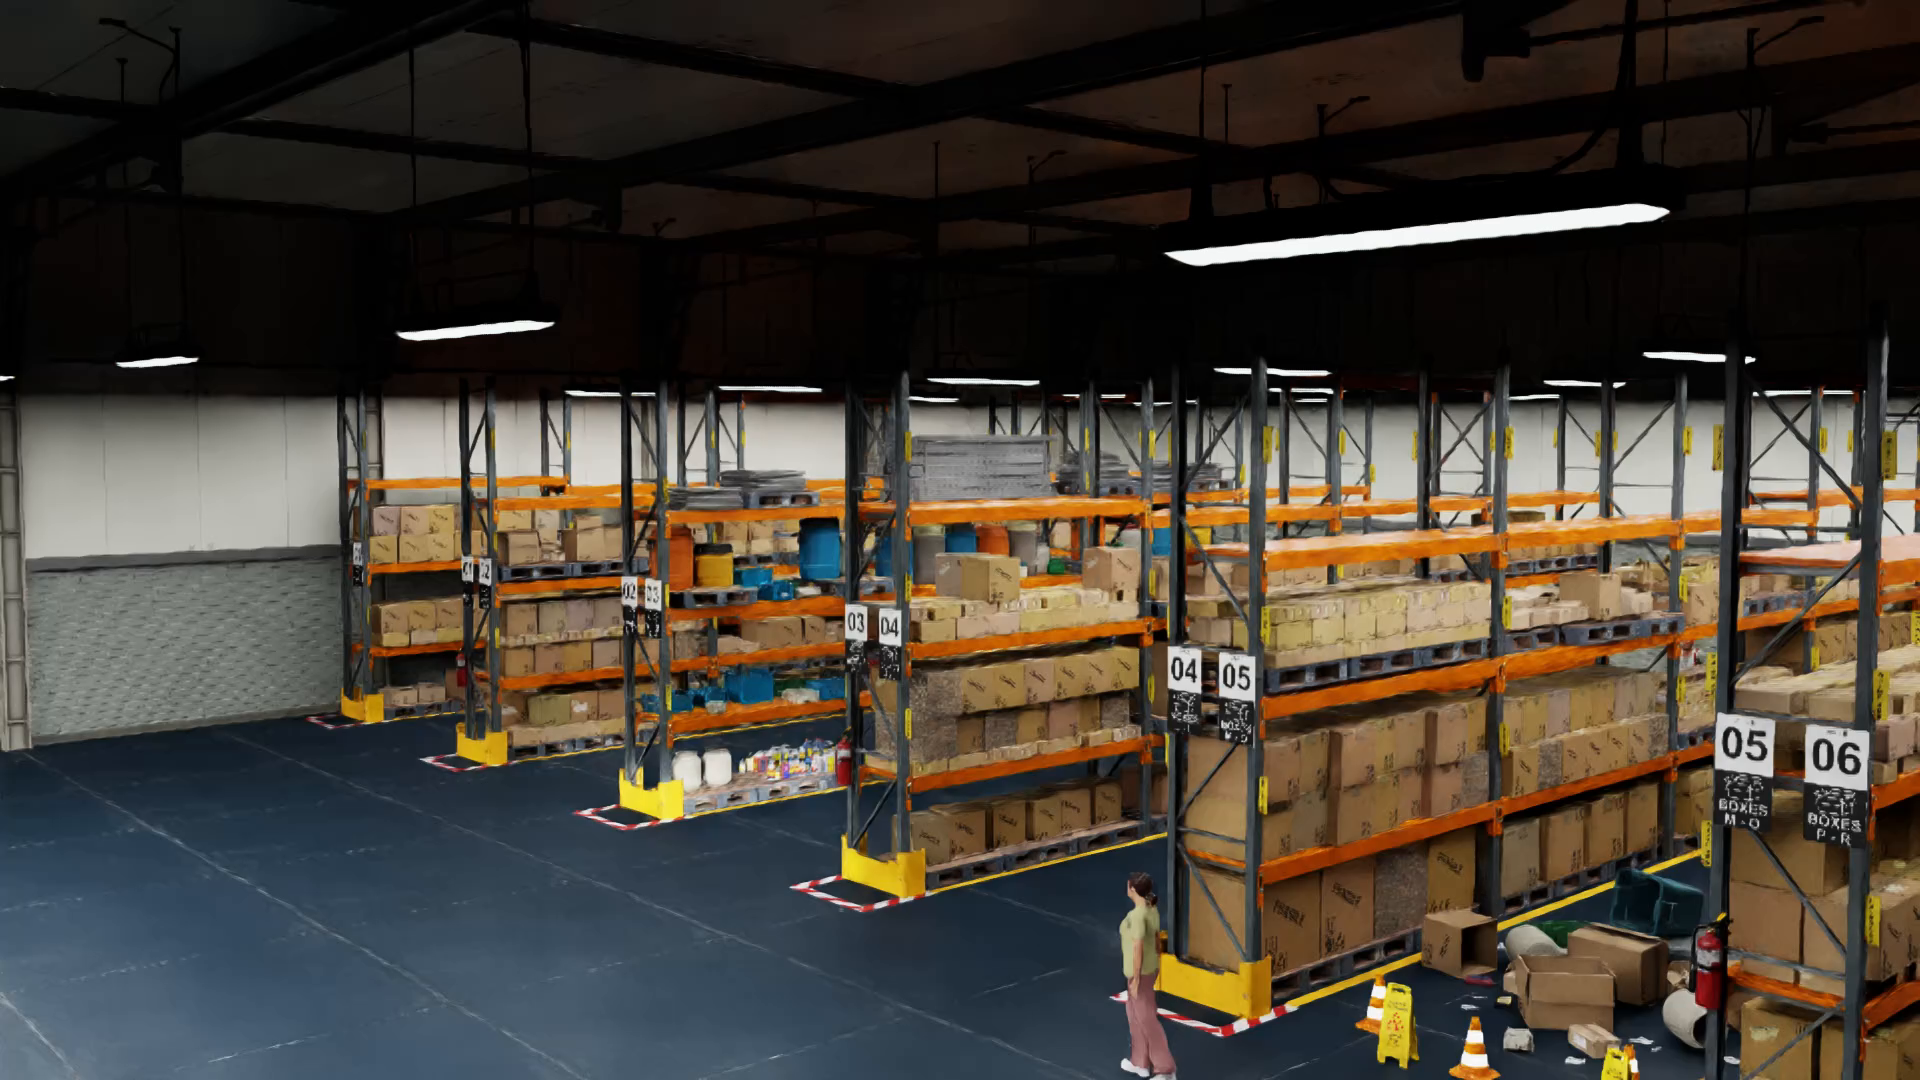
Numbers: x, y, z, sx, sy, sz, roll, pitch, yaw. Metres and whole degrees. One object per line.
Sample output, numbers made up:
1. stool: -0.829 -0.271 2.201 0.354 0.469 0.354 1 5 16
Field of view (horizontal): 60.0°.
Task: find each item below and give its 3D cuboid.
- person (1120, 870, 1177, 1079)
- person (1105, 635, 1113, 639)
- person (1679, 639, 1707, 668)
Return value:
1. person: 1.494 3.470 13.251 0.523 1.665 0.559 2 4 23
2. person: 3.318 1.808 38.437 0.587 1.656 0.391 -2 4 -29
3. person: 12.432 2.441 28.362 0.552 1.742 0.677 -4 5 -43
